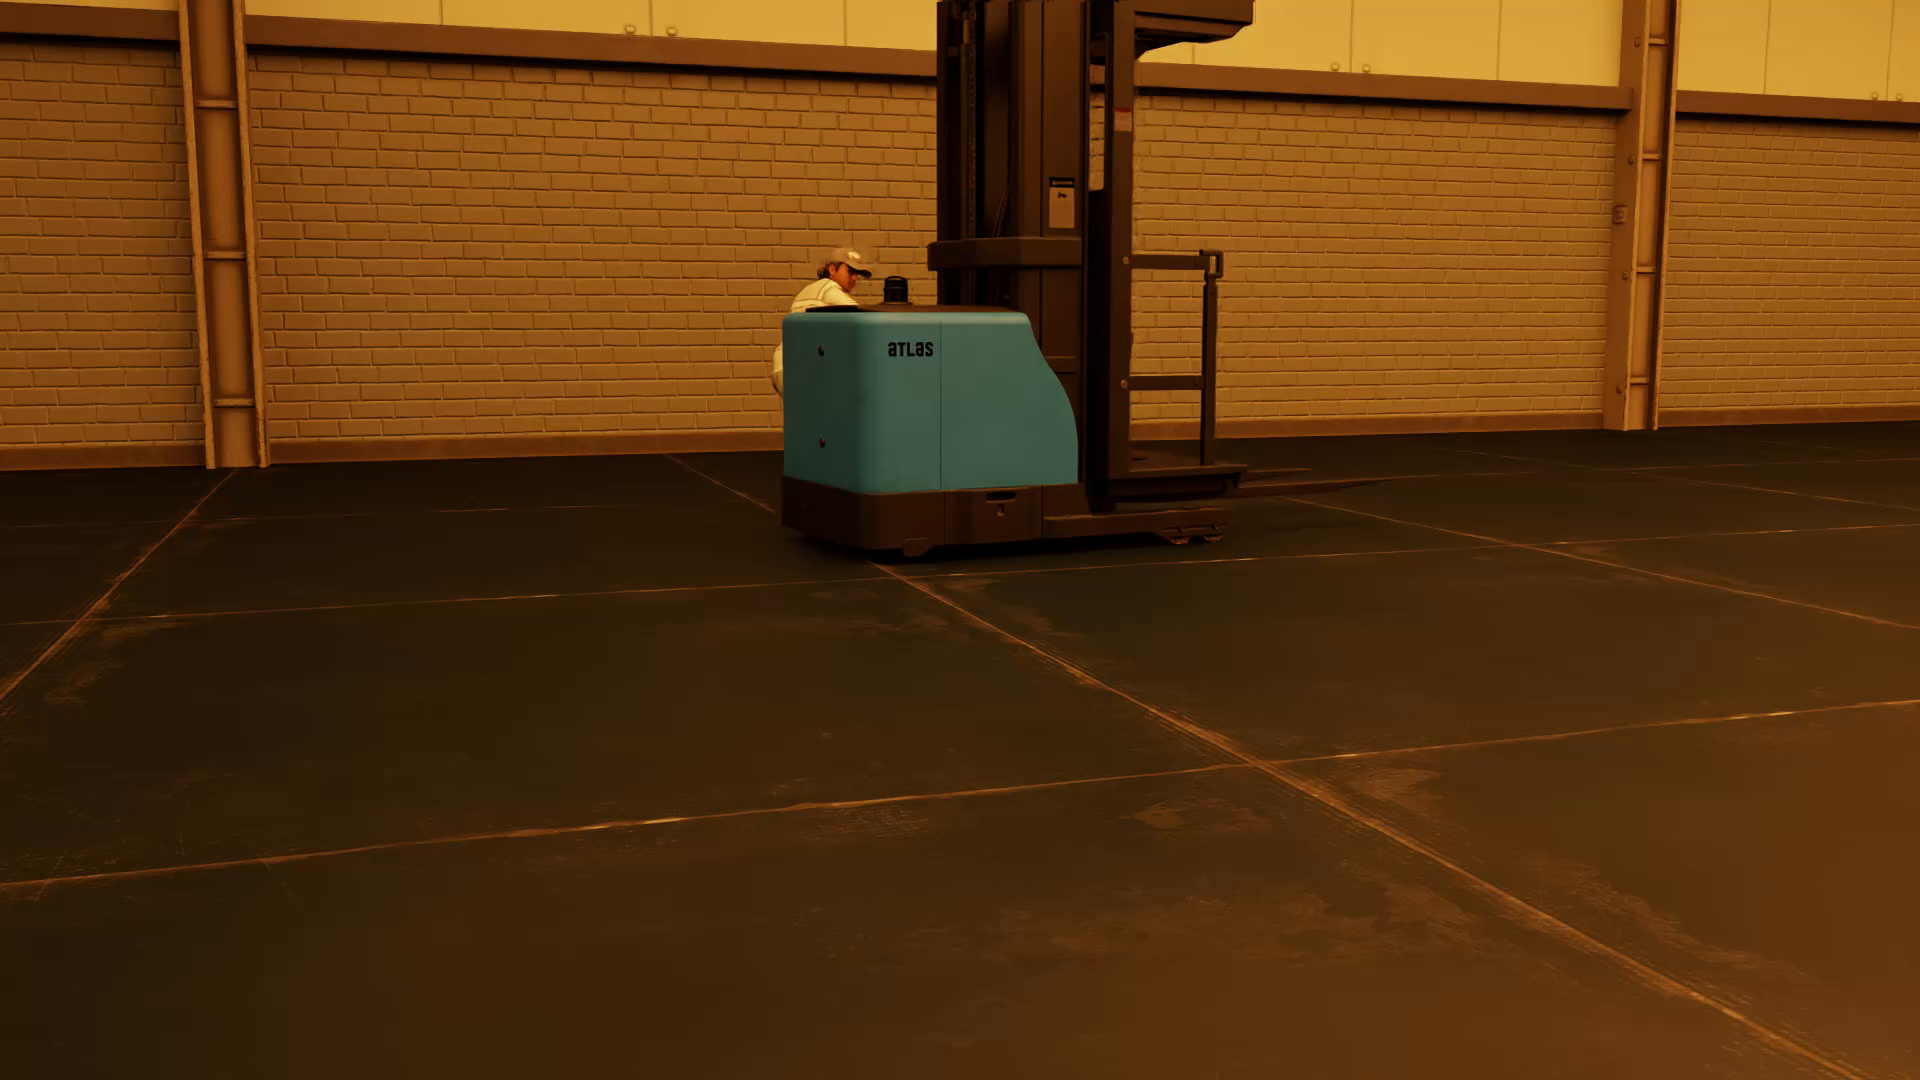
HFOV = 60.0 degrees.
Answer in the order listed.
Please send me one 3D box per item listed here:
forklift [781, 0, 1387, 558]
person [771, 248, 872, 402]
[{"bbox_3d":[0.702,-1.489,7.999,3.031,2.935,1.130,-4,9,-27],"label":"forklift"},{"bbox_3d":[-0.563,-0.903,9.289,0.899,1.442,0.980,4,9,26],"label":"person"}]
